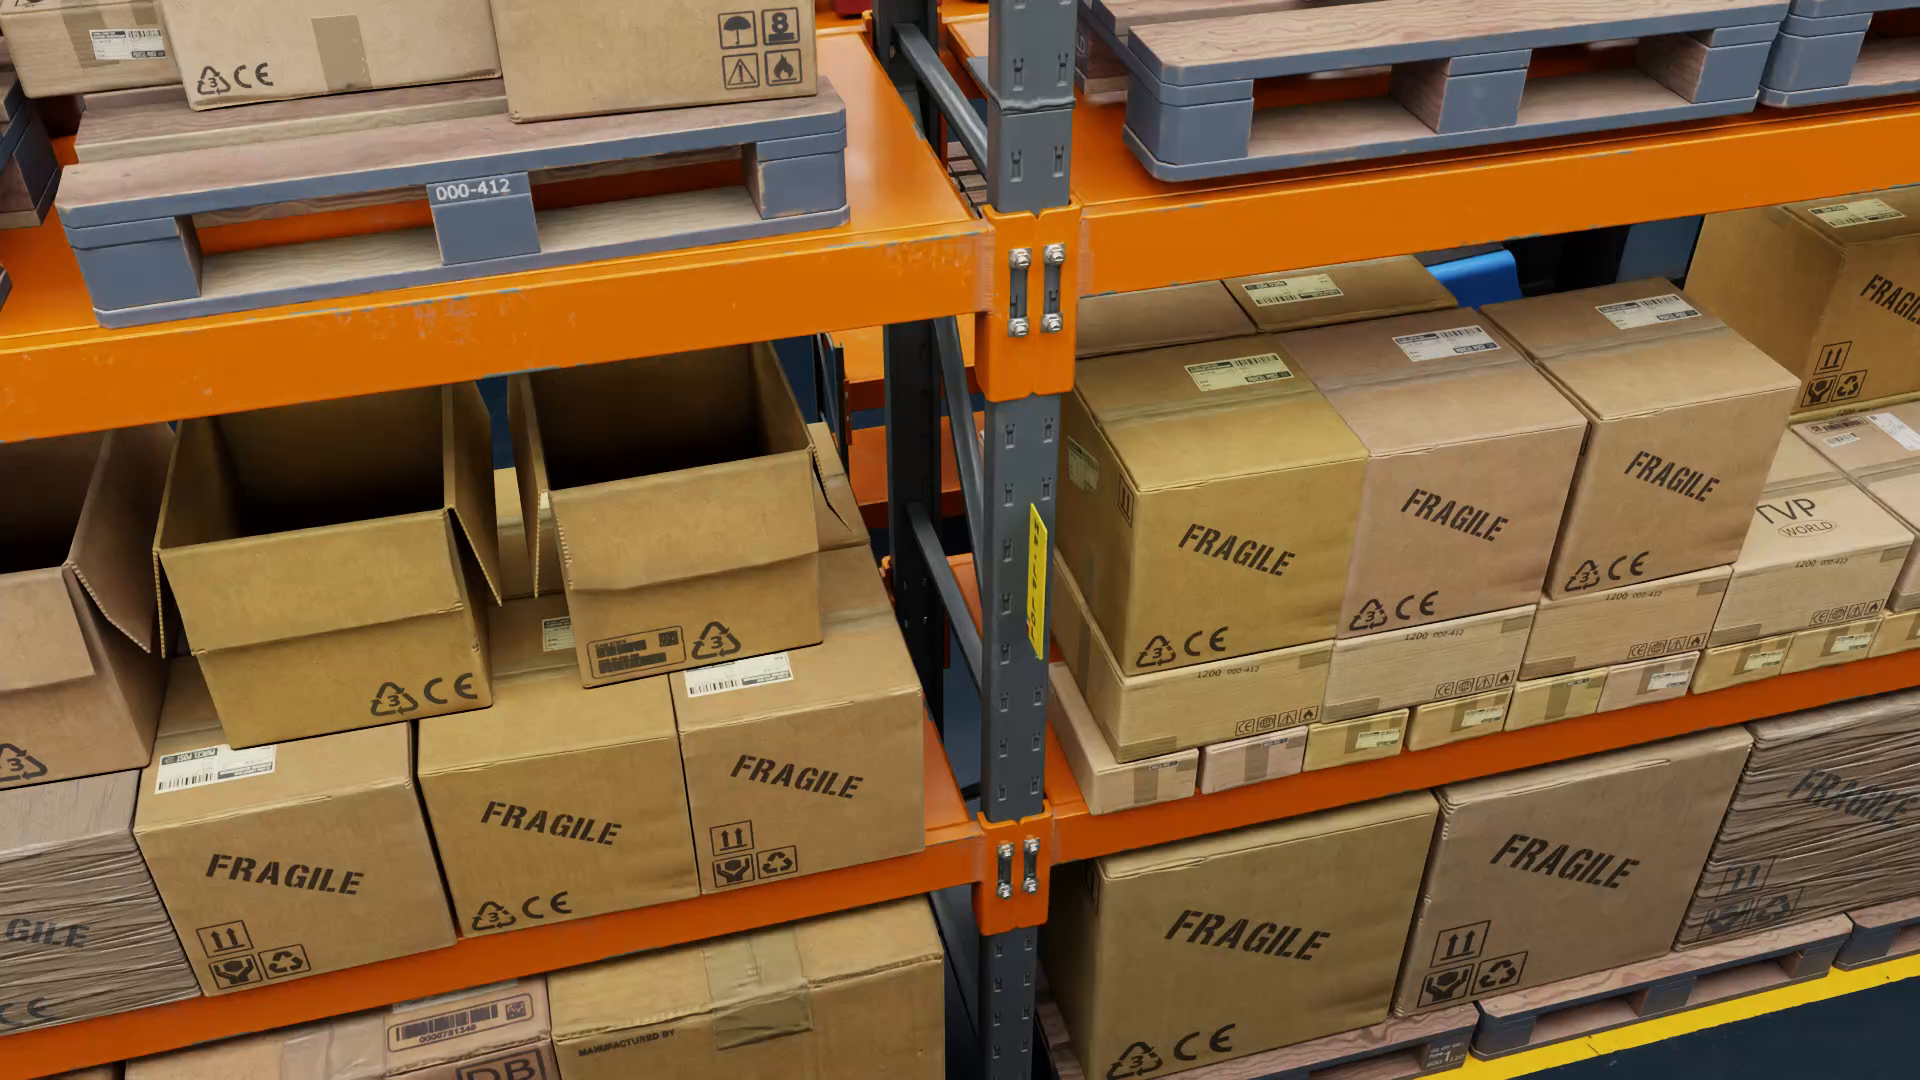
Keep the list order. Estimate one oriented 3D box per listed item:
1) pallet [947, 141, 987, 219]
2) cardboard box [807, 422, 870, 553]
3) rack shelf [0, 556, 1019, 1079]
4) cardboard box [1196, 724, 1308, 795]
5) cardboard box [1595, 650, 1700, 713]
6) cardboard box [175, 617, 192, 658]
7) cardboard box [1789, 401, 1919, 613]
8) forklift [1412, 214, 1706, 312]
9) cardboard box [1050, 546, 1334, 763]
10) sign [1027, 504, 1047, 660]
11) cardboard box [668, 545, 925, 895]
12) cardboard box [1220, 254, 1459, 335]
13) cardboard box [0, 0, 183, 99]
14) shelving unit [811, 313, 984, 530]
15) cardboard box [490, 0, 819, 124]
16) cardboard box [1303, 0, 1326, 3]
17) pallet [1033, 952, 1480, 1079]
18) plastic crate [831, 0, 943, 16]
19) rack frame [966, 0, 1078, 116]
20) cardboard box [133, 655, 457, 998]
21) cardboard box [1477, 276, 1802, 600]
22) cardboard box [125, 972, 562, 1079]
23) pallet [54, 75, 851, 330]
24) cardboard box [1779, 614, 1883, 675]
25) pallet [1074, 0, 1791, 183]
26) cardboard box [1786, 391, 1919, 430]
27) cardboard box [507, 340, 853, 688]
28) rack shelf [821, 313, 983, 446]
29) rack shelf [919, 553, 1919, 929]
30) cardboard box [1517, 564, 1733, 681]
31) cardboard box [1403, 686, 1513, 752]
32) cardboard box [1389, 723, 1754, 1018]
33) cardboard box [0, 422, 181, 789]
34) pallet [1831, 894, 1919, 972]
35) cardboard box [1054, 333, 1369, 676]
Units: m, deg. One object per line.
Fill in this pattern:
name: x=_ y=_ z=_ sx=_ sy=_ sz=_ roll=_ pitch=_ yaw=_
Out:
pallet: x=0.588 y=-1.937 z=9.108 sx=1.213 sy=0.211 sz=1.003 roll=-9 pitch=38 yaw=-12
cardboard box: x=-0.510 y=0.082 z=4.091 sx=0.500 sy=0.500 sz=0.500 roll=-9 pitch=38 yaw=-12
rack shelf: x=-1.932 y=0.798 z=3.830 sx=4.000 sy=0.370 sz=1.077 roll=-9 pitch=38 yaw=-12
cardboard box: x=0.625 y=0.402 z=3.962 sx=0.250 sy=0.149 sz=0.380 roll=-11 pitch=39 yaw=-13
cardboard box: x=1.623 y=0.238 z=4.177 sx=0.250 sy=0.149 sz=0.380 roll=-9 pitch=38 yaw=-11
cardboard box: x=-1.478 y=0.241 z=3.883 sx=0.500 sy=0.500 sz=0.500 roll=-10 pitch=39 yaw=-13
cardboard box: x=2.481 y=-0.103 z=4.295 sx=0.500 sy=0.250 sz=0.500 roll=-11 pitch=39 yaw=-13
forklift: x=2.609 y=-1.863 z=6.773 sx=3.031 sy=2.935 sz=1.130 roll=-14 pitch=40 yaw=-18
cardboard box: x=0.521 y=0.216 z=3.877 sx=0.500 sy=0.250 sz=0.500 roll=-10 pitch=39 yaw=-13
sign: x=0.150 y=0.084 z=3.284 sx=0.005 sy=0.325 sz=0.100 roll=-9 pitch=38 yaw=-12
cardboard box: x=-0.381 y=0.390 z=3.689 sx=0.500 sy=0.500 sz=0.500 roll=-9 pitch=38 yaw=-12
cardboard box: x=0.858 y=-0.467 z=4.154 sx=0.500 sy=0.500 sz=0.500 roll=-9 pitch=38 yaw=-11
cardboard box: x=-1.477 y=-0.915 z=2.869 sx=0.250 sy=0.149 sz=0.380 roll=-11 pitch=39 yaw=-14
shelving unit: x=0.007 y=-0.448 z=6.410 sx=1.048 sy=1.125 sz=0.538 roll=-9 pitch=38 yaw=-12
cardboard box: x=-0.558 y=-1.104 z=2.828 sx=0.500 sy=0.500 sz=0.700 roll=-8 pitch=38 yaw=-11
cardboard box: x=0.739 y=-1.401 z=3.134 sx=0.500 sy=0.500 sz=0.700 roll=-12 pitch=39 yaw=-15
pallet: x=0.754 y=1.229 z=4.970 sx=1.213 sy=0.211 sz=1.003 roll=-9 pitch=38 yaw=-12
plastic crate: x=-0.365 y=-2.753 z=7.778 sx=0.583 sy=0.464 sz=0.402 roll=-9 pitch=38 yaw=-12
rack frame: x=-0.001 y=-2.187 z=2.203 sx=0.127 sy=3.000 sz=1.000 roll=-9 pitch=38 yaw=-12
cardboard box: x=-1.363 y=0.551 z=3.478 sx=0.500 sy=0.500 sz=0.500 roll=-10 pitch=38 yaw=-12
cardboard box: x=1.507 y=-0.245 z=3.863 sx=0.500 sy=0.500 sz=0.500 roll=-10 pitch=39 yaw=-13
cardboard box: x=-1.476 y=1.128 z=4.210 sx=0.875 sy=0.875 sz=1.225 roll=-11 pitch=39 yaw=-14
pallet: x=-0.873 y=-0.746 z=2.944 sx=1.217 sy=0.209 sz=0.805 roll=-11 pitch=39 yaw=-14
cardboard box: x=2.127 y=0.153 z=4.287 sx=0.250 sy=0.149 sz=0.380 roll=-9 pitch=38 yaw=-11
pallet: x=0.792 y=-1.084 z=3.302 sx=1.213 sy=0.211 sz=1.003 roll=-9 pitch=38 yaw=-12
cardboard box: x=2.341 y=-0.415 z=4.702 sx=0.500 sy=0.250 sz=0.500 roll=-11 pitch=39 yaw=-13
cardboard box: x=-0.615 y=-0.136 z=3.552 sx=0.637 sy=0.503 sz=0.797 roll=-10 pitch=39 yaw=-13
rack shelf: x=0.007 y=-0.680 z=6.232 sx=1.000 sy=0.278 sz=0.538 roll=-9 pitch=38 yaw=-12
rack shelf: x=1.930 y=0.165 z=4.658 sx=4.000 sy=0.370 sz=1.077 roll=-9 pitch=38 yaw=-12
cardboard box: x=1.501 y=0.055 z=4.088 sx=0.500 sy=0.250 sz=0.500 roll=-8 pitch=38 yaw=-11
cardboard box: x=1.133 y=0.317 z=4.073 sx=0.250 sy=0.149 sz=0.380 roll=-10 pitch=39 yaw=-13
cardboard box: x=1.526 y=0.673 z=4.805 sx=0.875 sy=0.875 sz=0.875 roll=-9 pitch=38 yaw=-12
cardboard box: x=-1.877 y=0.073 z=3.278 sx=0.637 sy=0.503 sz=0.797 roll=-8 pitch=38 yaw=-10
pallet: x=3.109 y=0.842 z=5.475 sx=1.213 sy=0.211 sz=1.003 roll=-9 pitch=38 yaw=-12
cardboard box: x=0.528 y=-0.087 z=3.656 sx=0.500 sy=0.500 sz=0.500 roll=-9 pitch=38 yaw=-12
